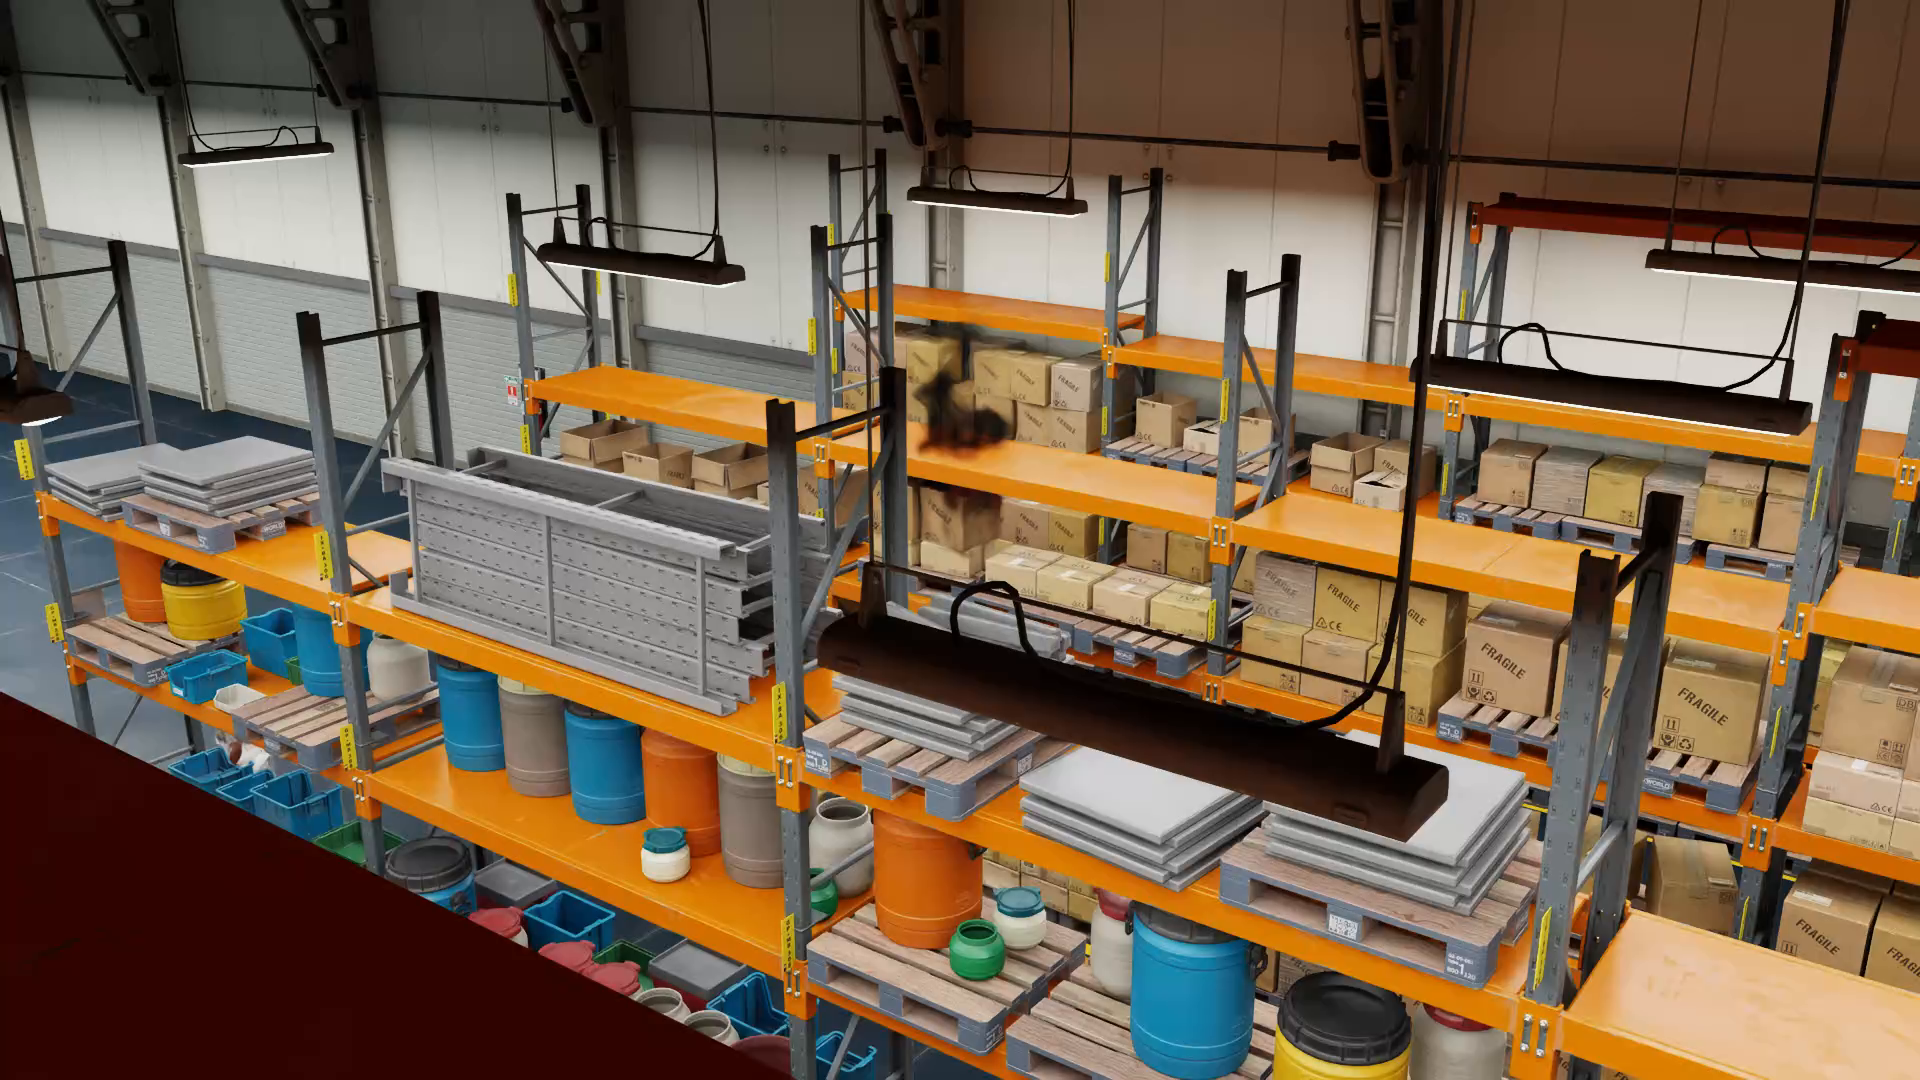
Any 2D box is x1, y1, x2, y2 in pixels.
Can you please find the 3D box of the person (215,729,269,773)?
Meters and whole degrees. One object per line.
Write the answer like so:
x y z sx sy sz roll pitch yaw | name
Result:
-6.804 2.158 15.834 0.909 1.779 0.737 3 19 10 | person
